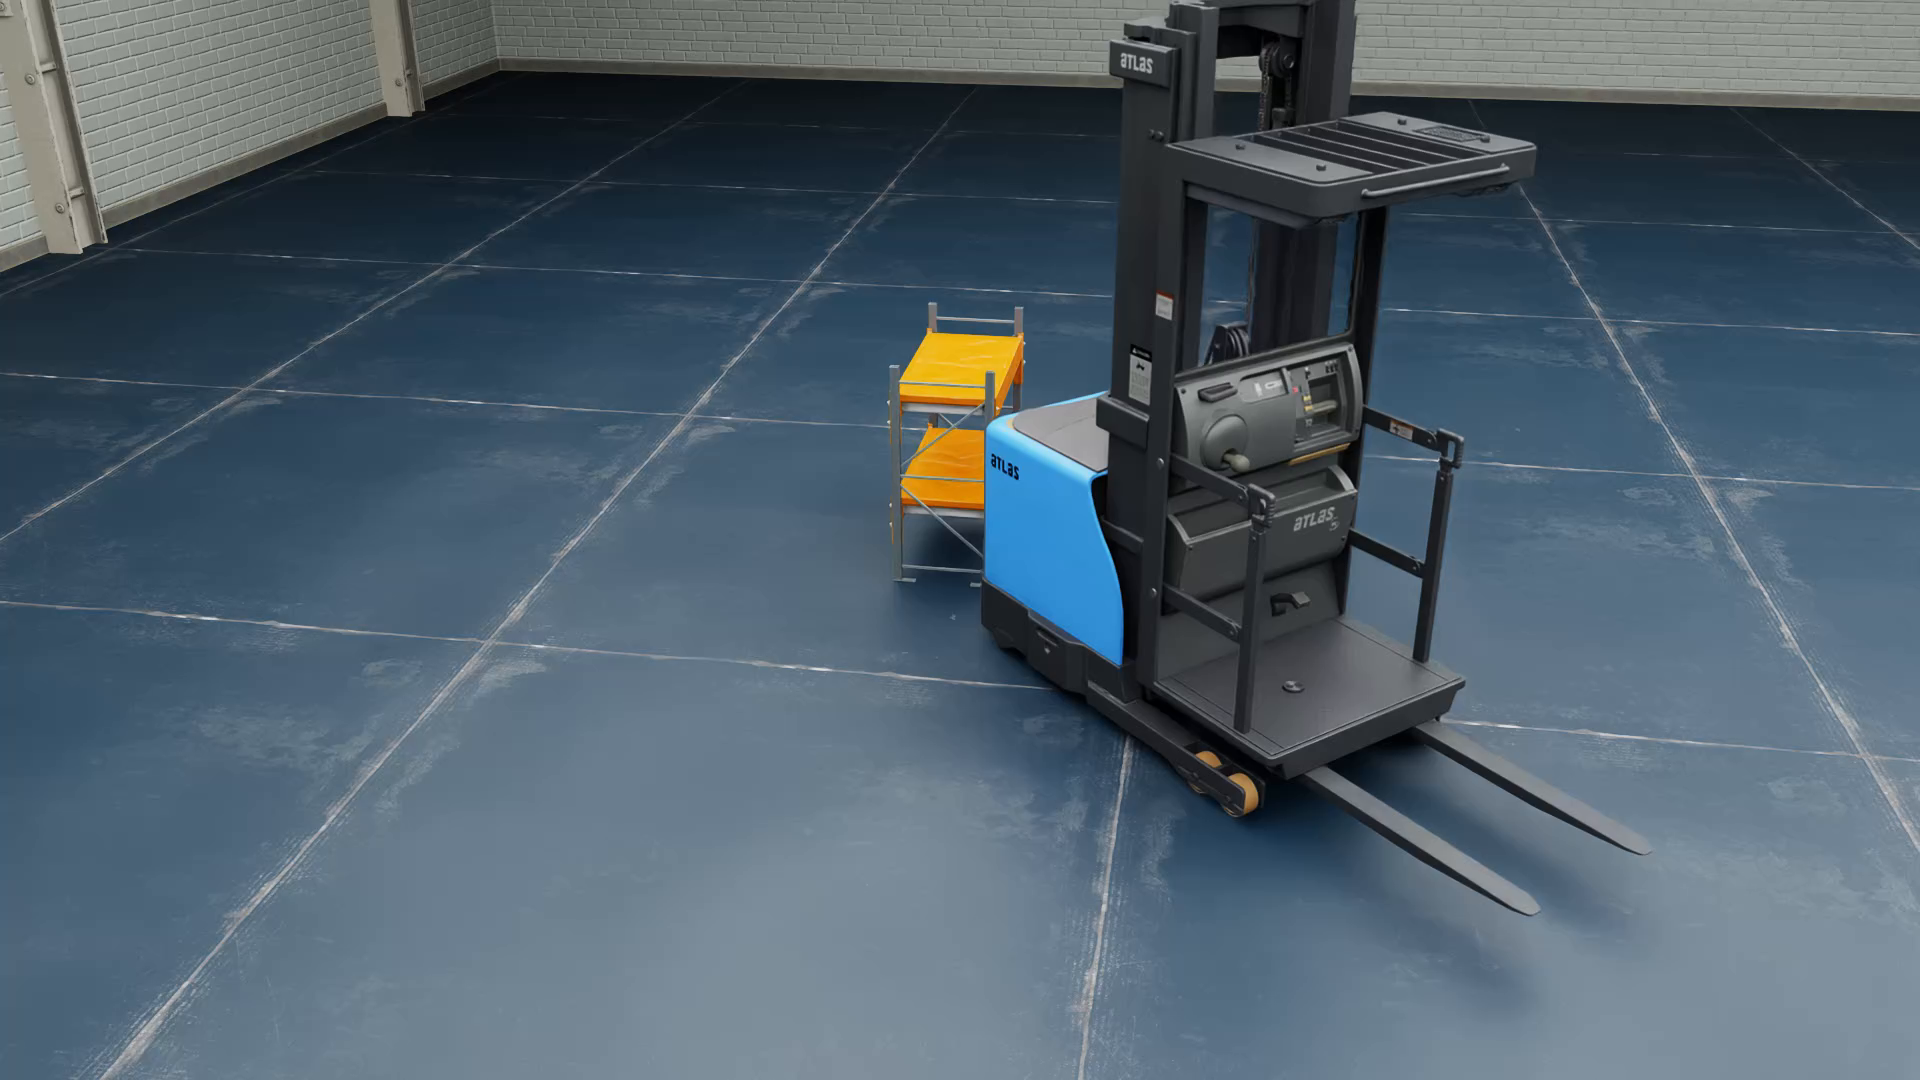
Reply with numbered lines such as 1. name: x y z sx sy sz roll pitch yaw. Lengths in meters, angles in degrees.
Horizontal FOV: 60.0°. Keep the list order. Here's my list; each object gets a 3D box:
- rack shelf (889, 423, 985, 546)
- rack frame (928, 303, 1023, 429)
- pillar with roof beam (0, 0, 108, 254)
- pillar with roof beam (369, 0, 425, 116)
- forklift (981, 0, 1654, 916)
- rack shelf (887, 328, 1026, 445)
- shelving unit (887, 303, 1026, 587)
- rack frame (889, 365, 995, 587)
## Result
1. rack shelf: -0.001 -0.285 8.609 0.538 0.278 1.000 4 25 9
2. rack frame: 0.082 -0.719 8.960 0.500 1.125 0.032 4 25 9
3. pillar with roof beam: -3.201 -6.250 11.487 9.100 9.000 0.400 4 25 9
4. pillar with roof beam: -2.220 -8.759 16.848 9.100 9.000 0.400 4 25 9
5. forklift: 1.337 -0.484 6.326 1.130 2.935 3.031 -16 29 -30
6. rack shelf: -0.001 -0.772 8.381 0.538 0.278 1.000 4 25 9
7. shelving unit: -0.001 -0.507 8.505 0.538 1.125 1.048 4 25 9
8. rack frame: -0.084 -0.294 8.051 0.500 1.125 0.032 4 25 9
